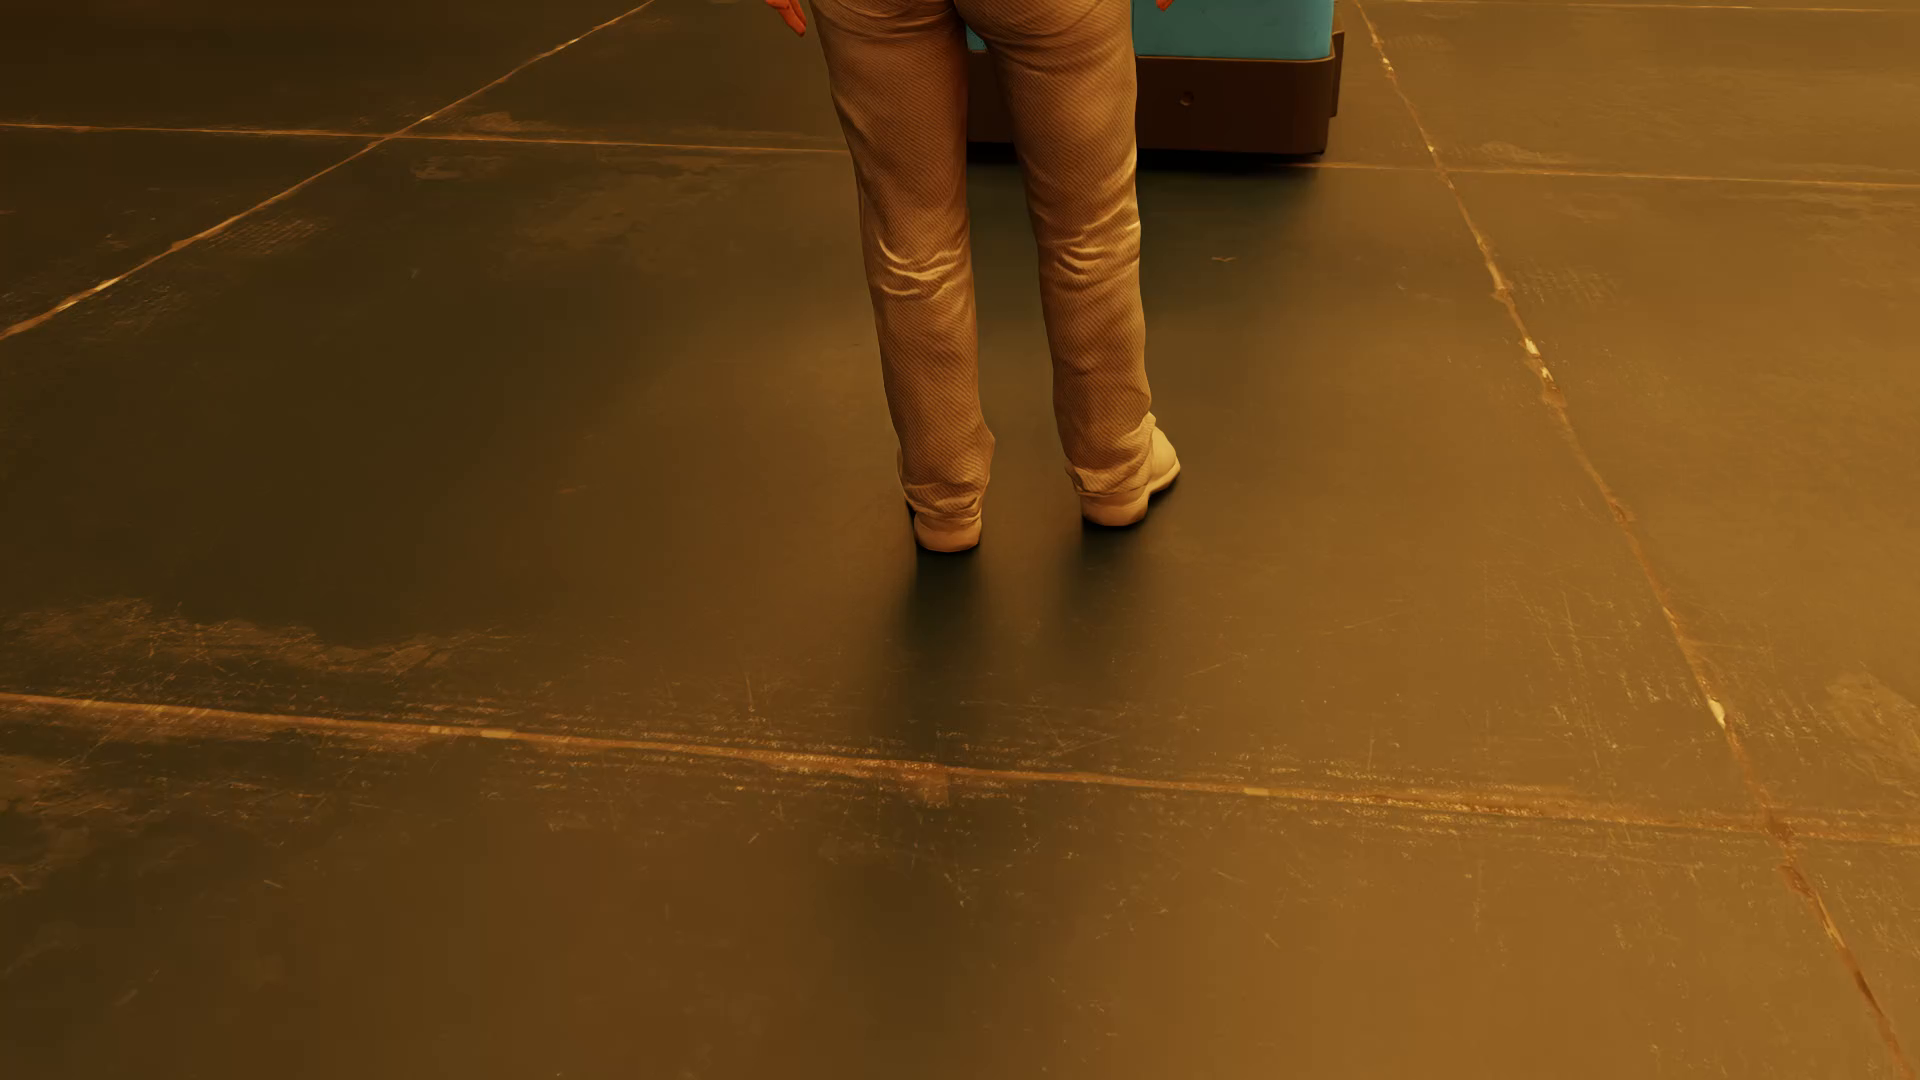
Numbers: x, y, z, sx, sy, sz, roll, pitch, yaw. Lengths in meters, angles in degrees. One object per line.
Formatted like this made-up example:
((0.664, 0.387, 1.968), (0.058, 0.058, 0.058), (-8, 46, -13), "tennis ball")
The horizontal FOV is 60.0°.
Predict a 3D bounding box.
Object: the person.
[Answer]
((0.016, -0.828, 2.156), (0.634, 1.775, 0.566), (3, 27, 7), "person")

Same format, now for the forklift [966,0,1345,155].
((0.698, -2.957, 5.144), (1.130, 2.935, 3.031), (4, 27, 9), "forklift")
